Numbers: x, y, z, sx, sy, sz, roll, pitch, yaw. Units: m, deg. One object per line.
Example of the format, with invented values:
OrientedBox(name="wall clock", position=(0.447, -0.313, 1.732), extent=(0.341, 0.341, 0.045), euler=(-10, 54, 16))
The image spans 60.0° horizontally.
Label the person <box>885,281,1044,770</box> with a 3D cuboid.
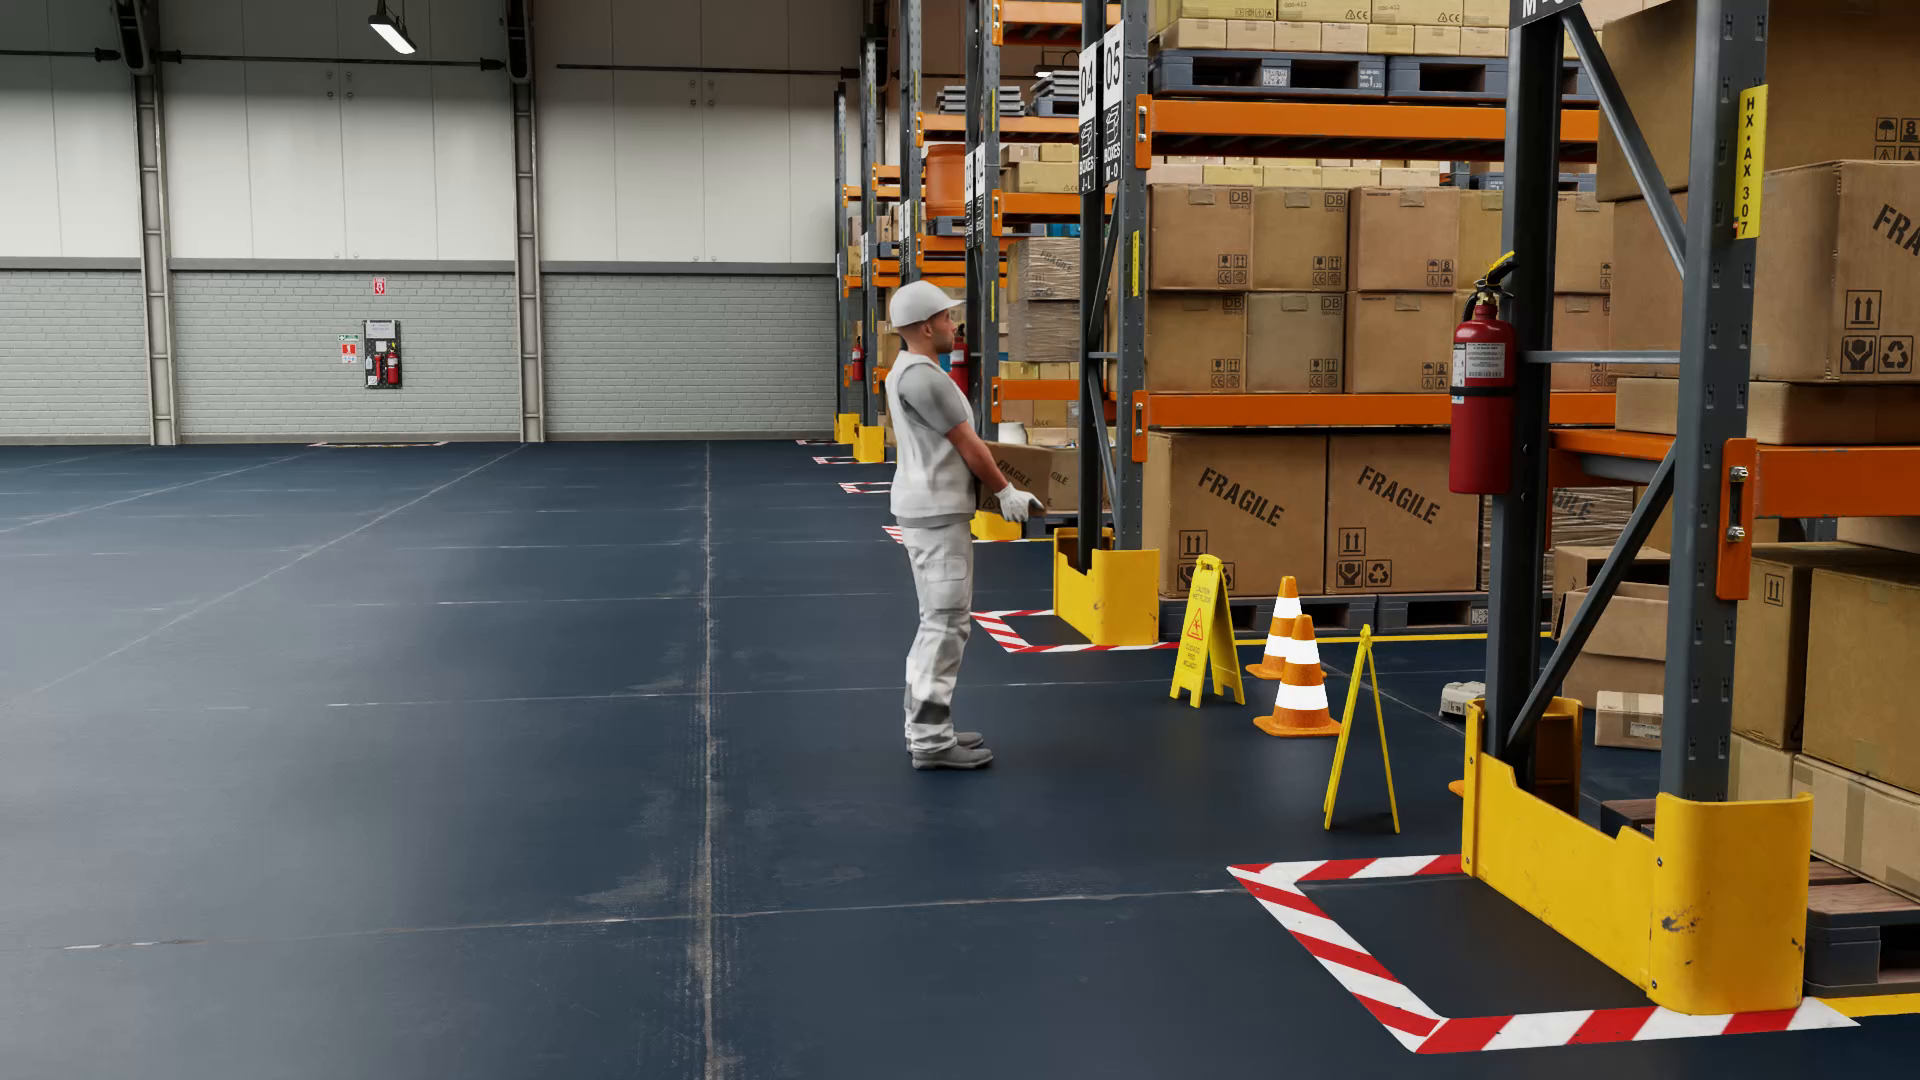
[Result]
OrientedBox(name="person", position=(0.011, -0.065, 6.198), extent=(0.558, 1.783, 0.494), euler=(-1, 6, -8))
